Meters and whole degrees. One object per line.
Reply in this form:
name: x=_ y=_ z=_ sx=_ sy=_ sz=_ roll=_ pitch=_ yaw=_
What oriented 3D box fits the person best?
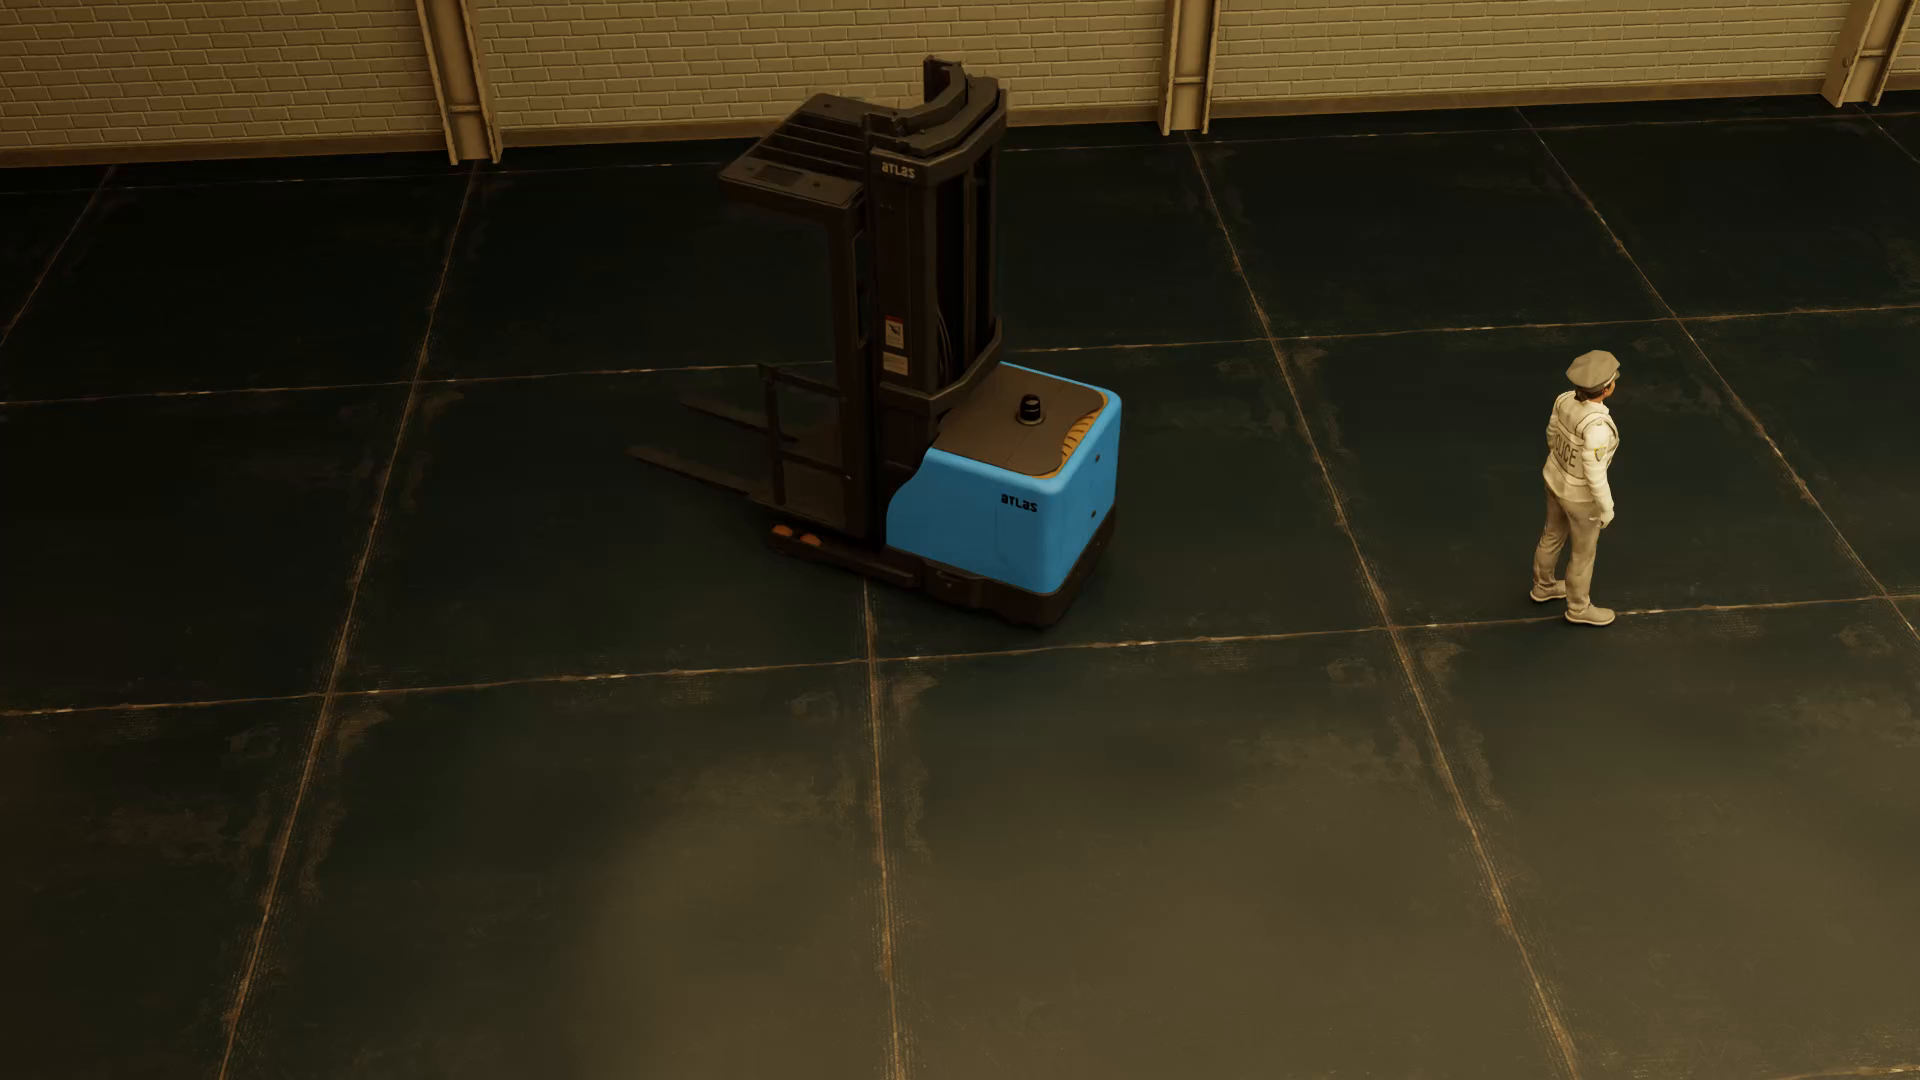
person: x=3.480 y=-0.306 z=9.236 sx=0.530 sy=1.694 sz=0.588 roll=-8 pitch=41 yaw=-10

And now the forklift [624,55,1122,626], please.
forklift: x=-0.616 y=-1.275 z=9.429 sx=3.031 sy=2.935 sz=1.130 roll=17 pitch=43 yaw=19
